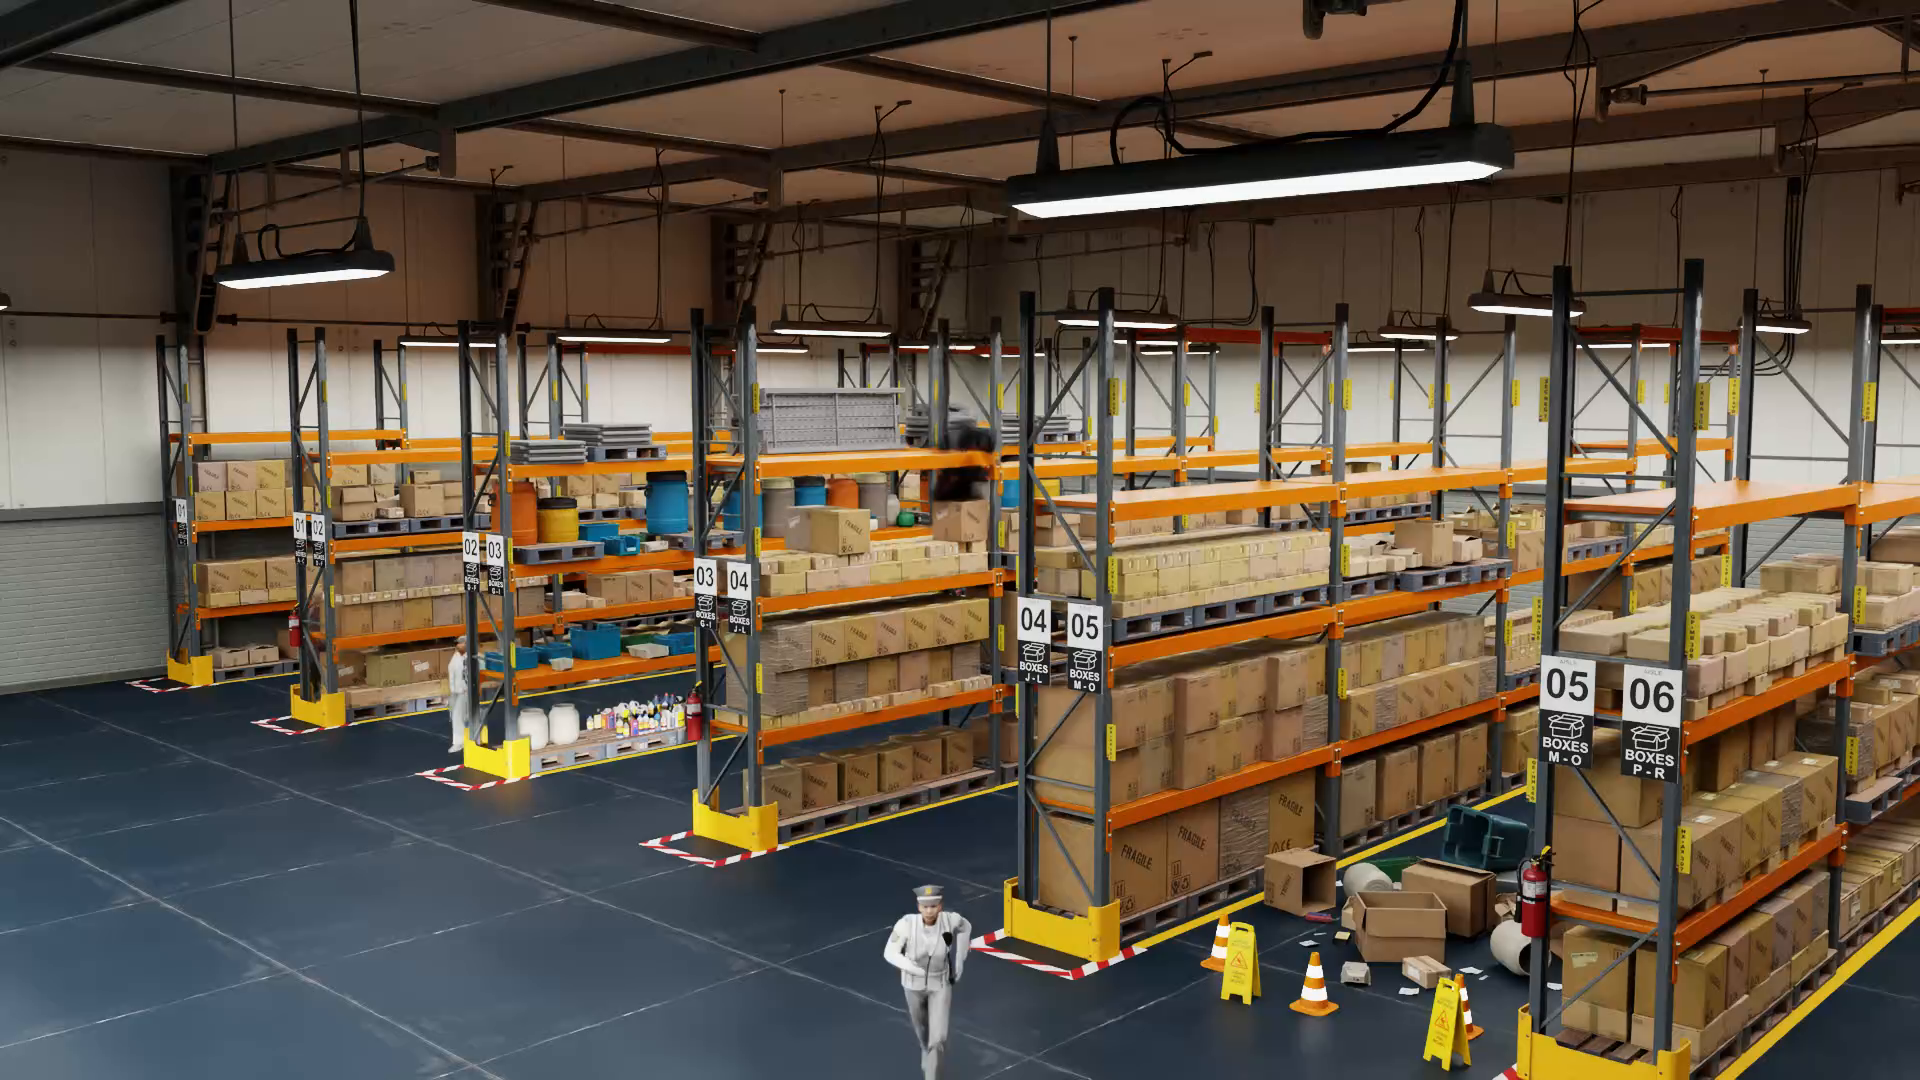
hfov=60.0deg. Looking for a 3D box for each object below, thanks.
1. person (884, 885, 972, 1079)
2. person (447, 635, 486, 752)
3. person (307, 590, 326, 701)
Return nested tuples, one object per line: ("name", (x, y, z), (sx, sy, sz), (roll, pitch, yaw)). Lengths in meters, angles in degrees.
("person", (-0.226, 3.225, 11.965), (0.612, 1.695, 0.992), (0, 5, 2))
("person", (-7.018, 2.161, 23.677), (0.600, 1.642, 0.810), (3, 6, 32))
("person", (-10.515, 1.740, 27.105), (0.685, 1.844, 0.795), (4, 6, 33))
